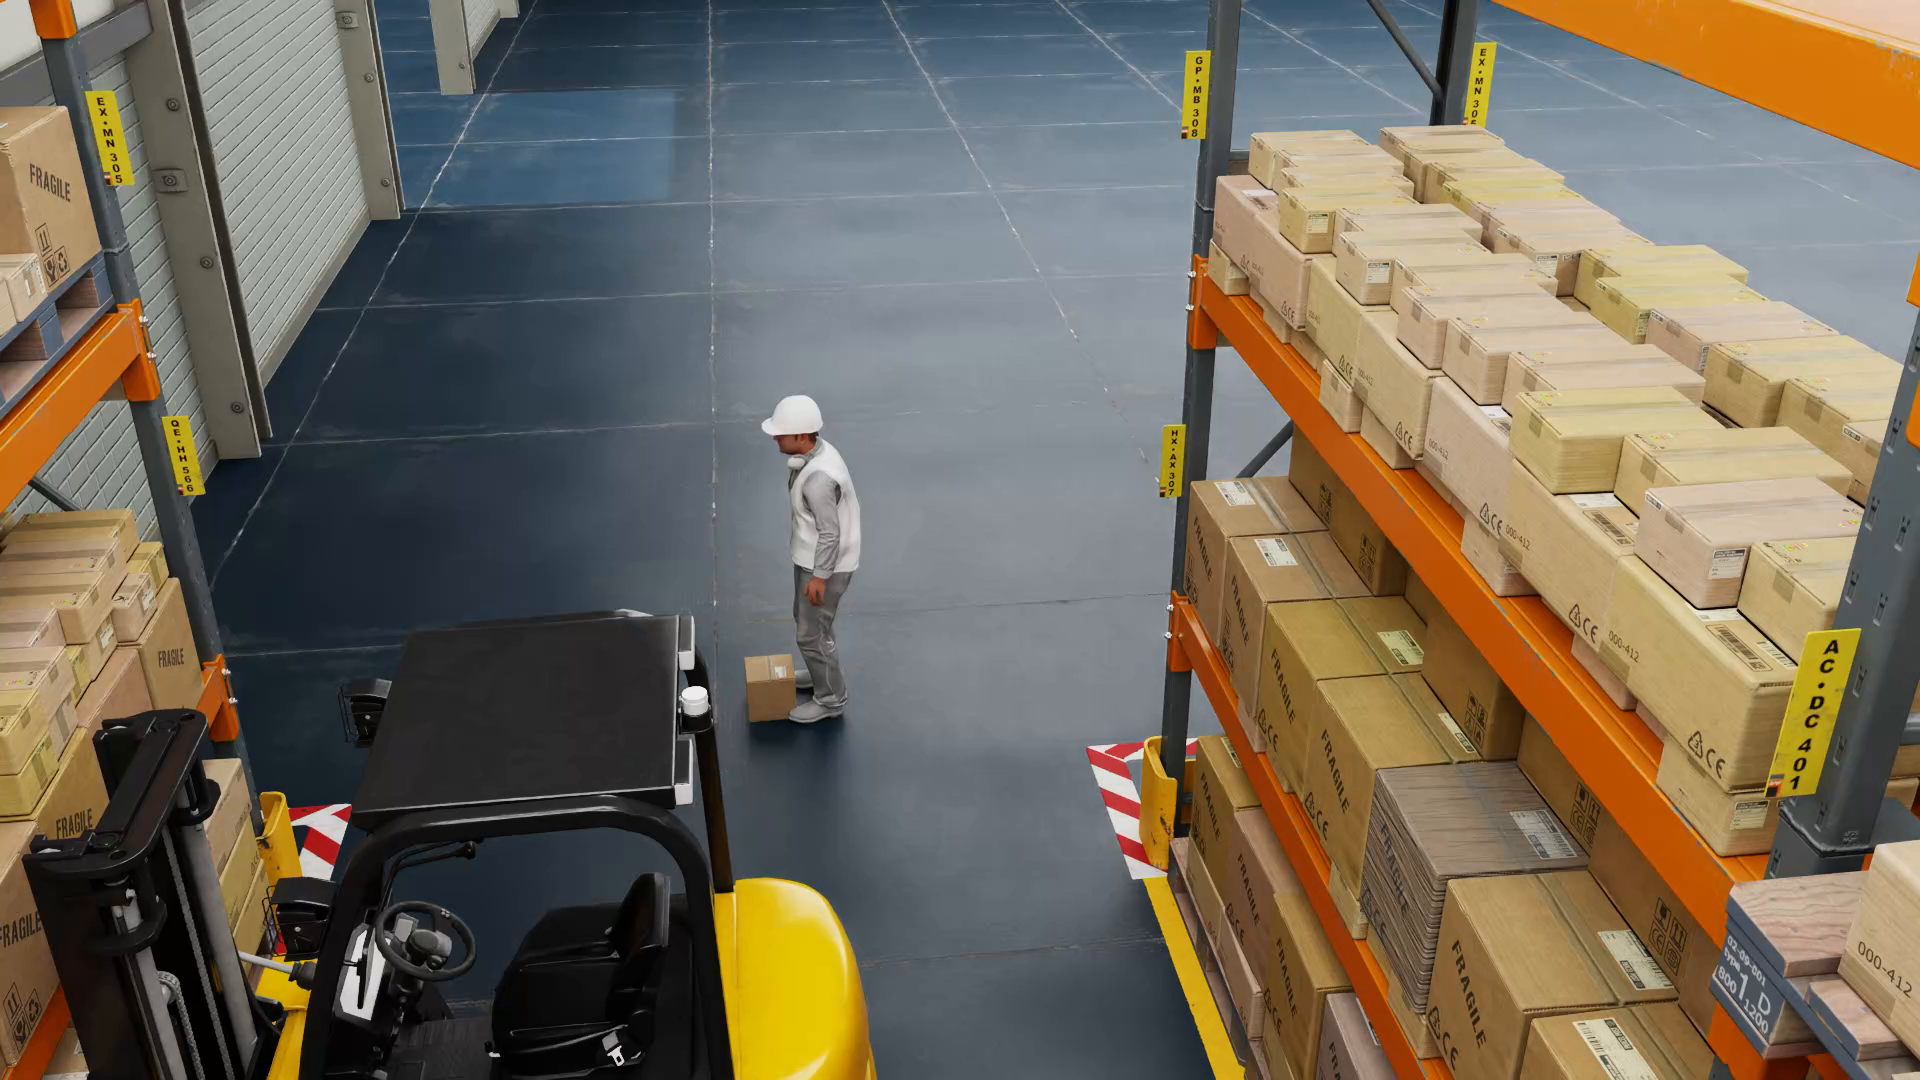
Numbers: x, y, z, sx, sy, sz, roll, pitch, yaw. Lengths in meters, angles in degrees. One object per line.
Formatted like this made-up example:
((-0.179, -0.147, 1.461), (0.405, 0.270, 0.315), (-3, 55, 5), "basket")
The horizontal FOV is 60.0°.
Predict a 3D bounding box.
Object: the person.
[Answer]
((-0.736, 0.083, 8.424), (0.463, 1.771, 0.593), (-5, 27, -10), "person")
